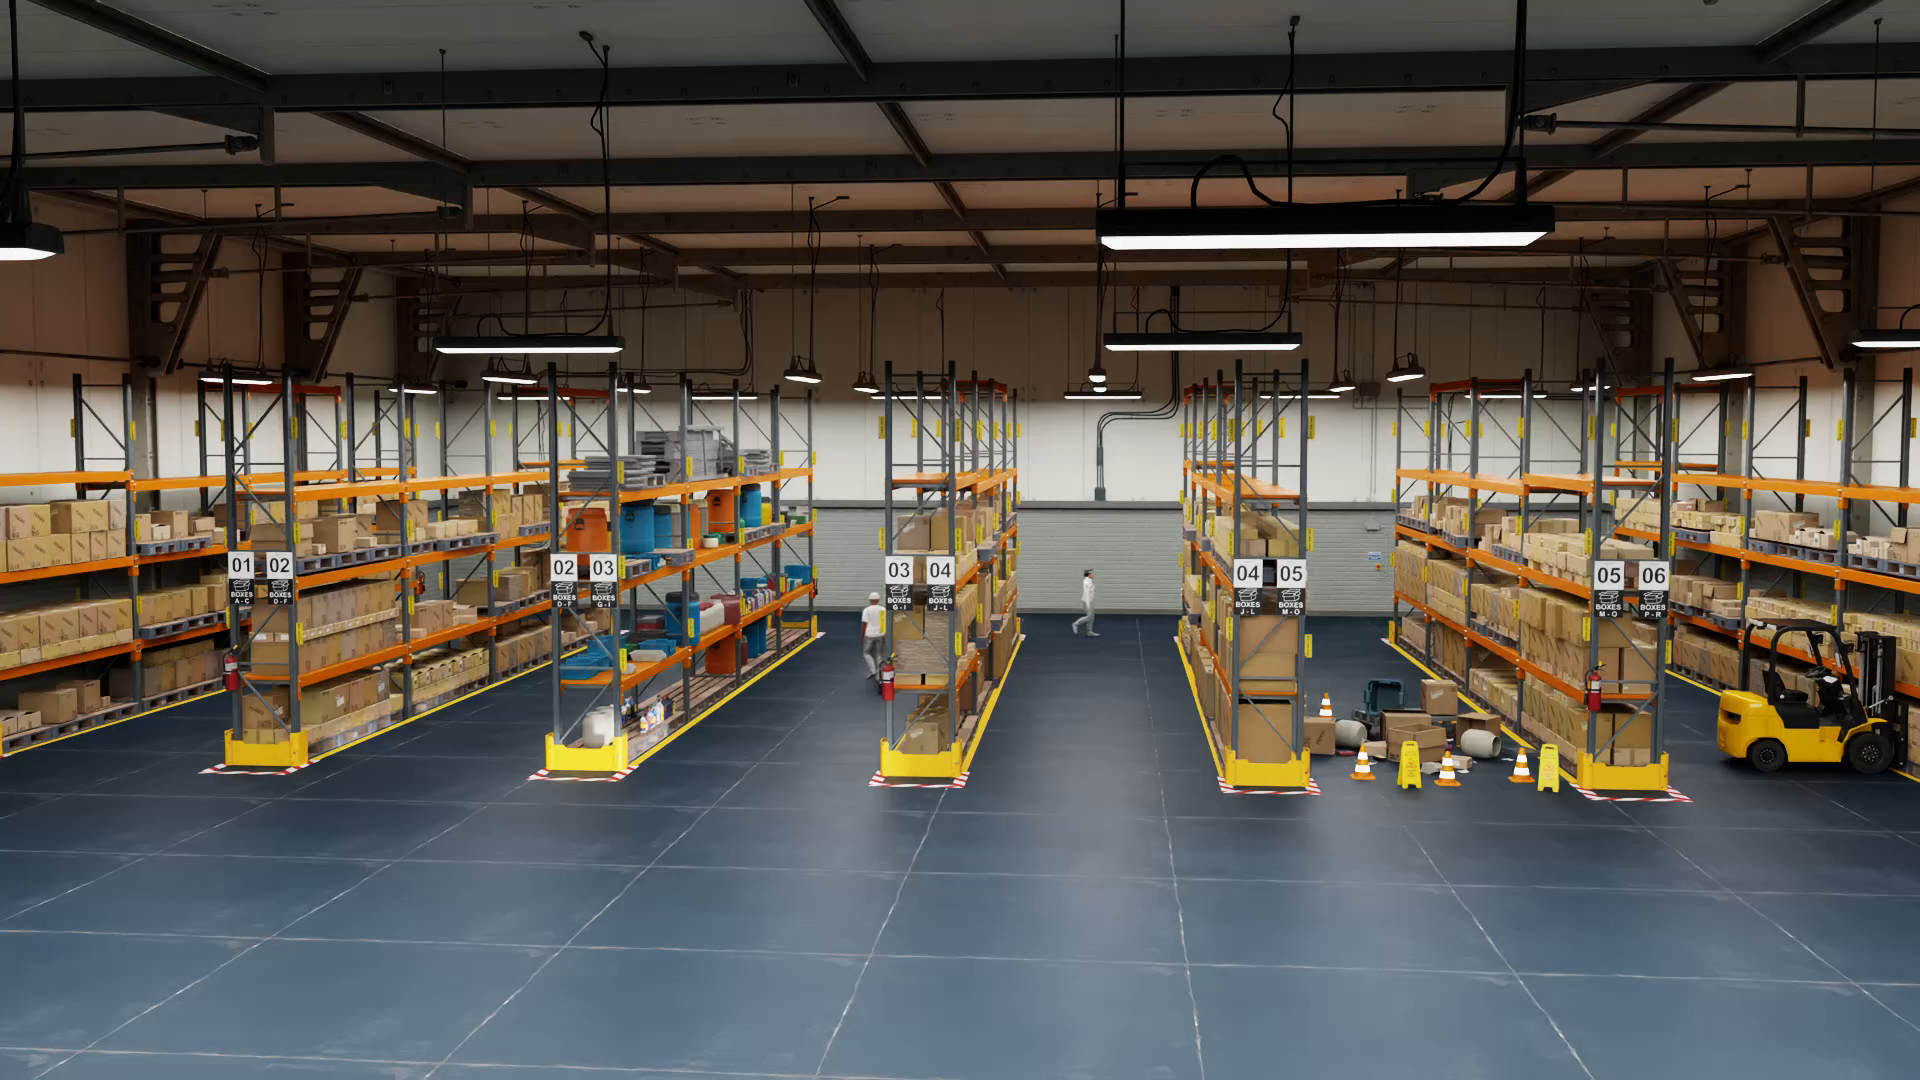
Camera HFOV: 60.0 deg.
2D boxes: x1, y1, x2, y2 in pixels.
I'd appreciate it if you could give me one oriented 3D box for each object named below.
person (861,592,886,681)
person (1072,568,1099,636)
[{"bbox_3d":[-1.688,1.934,33.229,0.605,1.769,0.517,-2,4,-24],"label":"person"},{"bbox_3d":[3.049,1.509,40.347,0.623,1.660,0.529,1,4,10],"label":"person"}]
